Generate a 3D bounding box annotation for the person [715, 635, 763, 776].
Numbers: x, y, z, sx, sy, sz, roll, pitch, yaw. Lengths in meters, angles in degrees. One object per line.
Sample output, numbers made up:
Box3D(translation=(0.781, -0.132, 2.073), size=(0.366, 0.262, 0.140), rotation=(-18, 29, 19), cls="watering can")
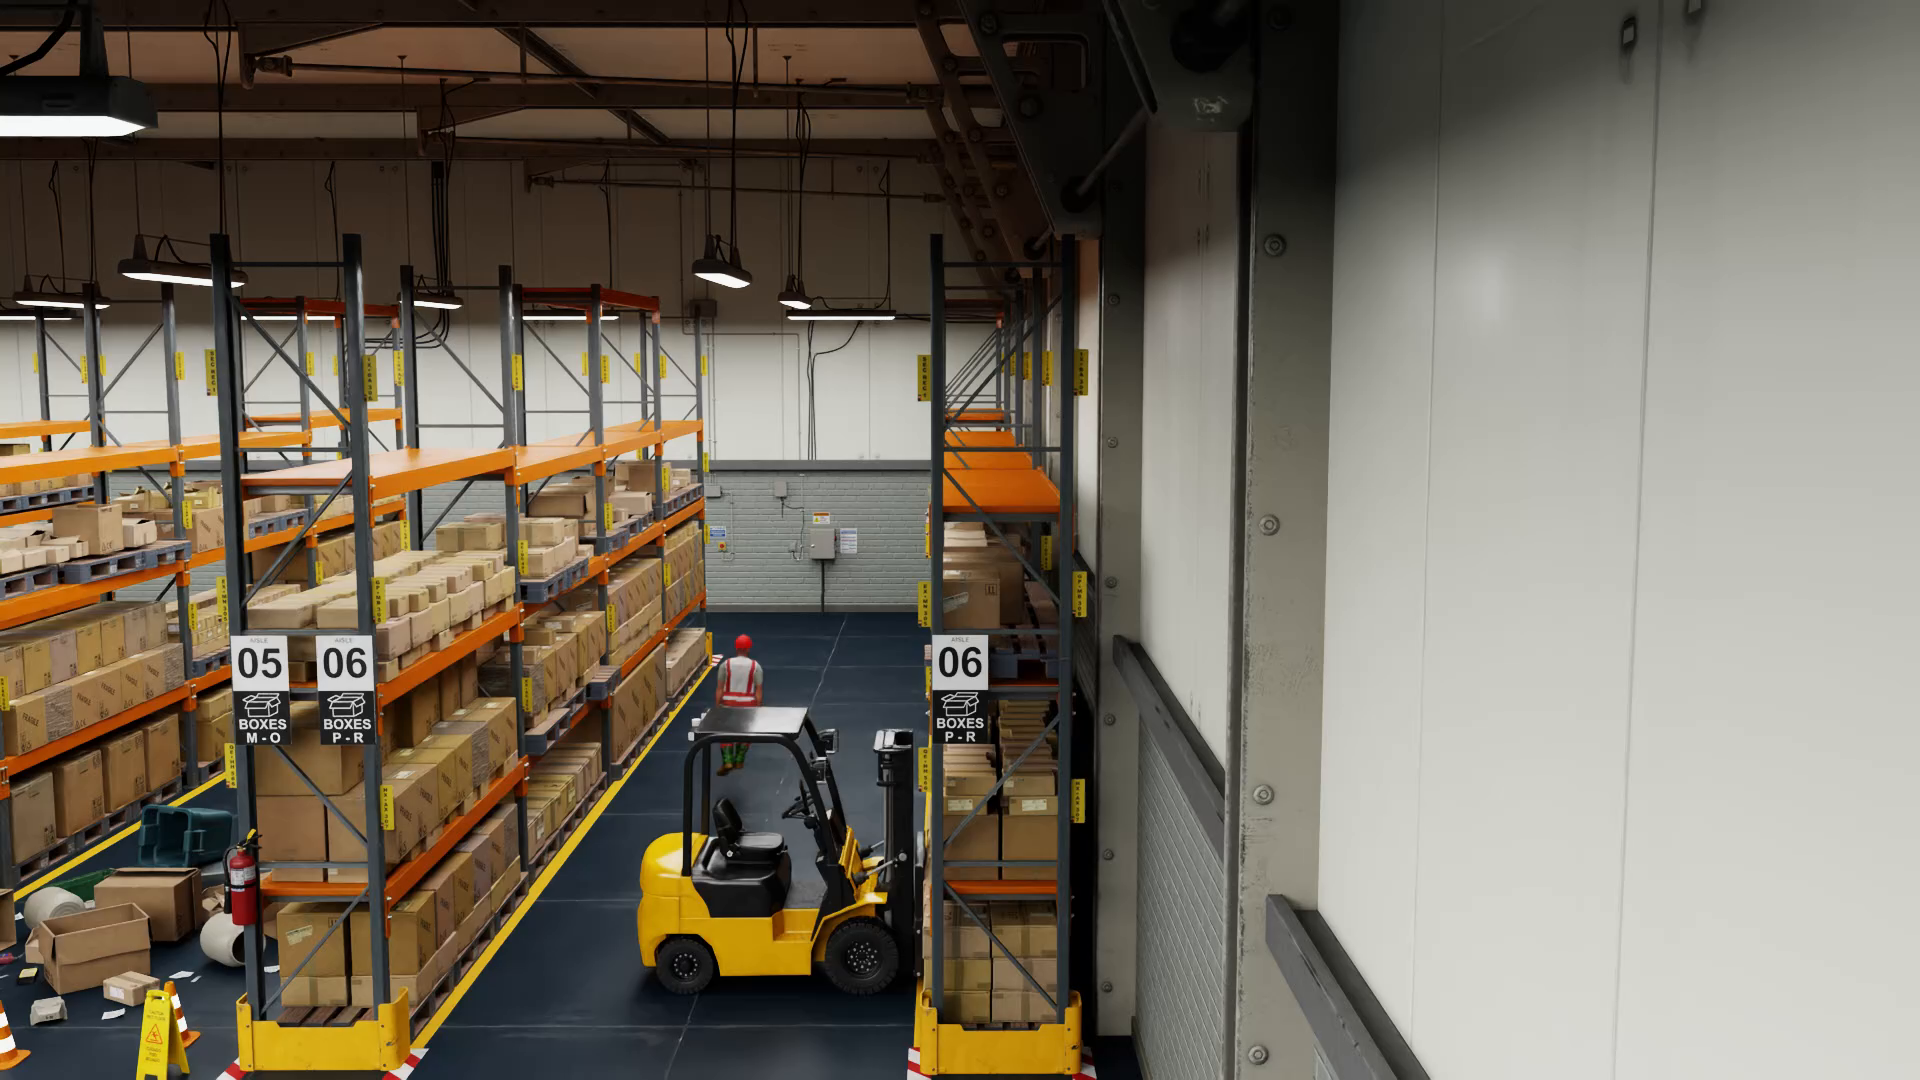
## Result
Box3D(translation=(-2.627, 1.964, 19.785), size=(0.593, 1.690, 0.536), rotation=(0, 6, 0), cls="person")
